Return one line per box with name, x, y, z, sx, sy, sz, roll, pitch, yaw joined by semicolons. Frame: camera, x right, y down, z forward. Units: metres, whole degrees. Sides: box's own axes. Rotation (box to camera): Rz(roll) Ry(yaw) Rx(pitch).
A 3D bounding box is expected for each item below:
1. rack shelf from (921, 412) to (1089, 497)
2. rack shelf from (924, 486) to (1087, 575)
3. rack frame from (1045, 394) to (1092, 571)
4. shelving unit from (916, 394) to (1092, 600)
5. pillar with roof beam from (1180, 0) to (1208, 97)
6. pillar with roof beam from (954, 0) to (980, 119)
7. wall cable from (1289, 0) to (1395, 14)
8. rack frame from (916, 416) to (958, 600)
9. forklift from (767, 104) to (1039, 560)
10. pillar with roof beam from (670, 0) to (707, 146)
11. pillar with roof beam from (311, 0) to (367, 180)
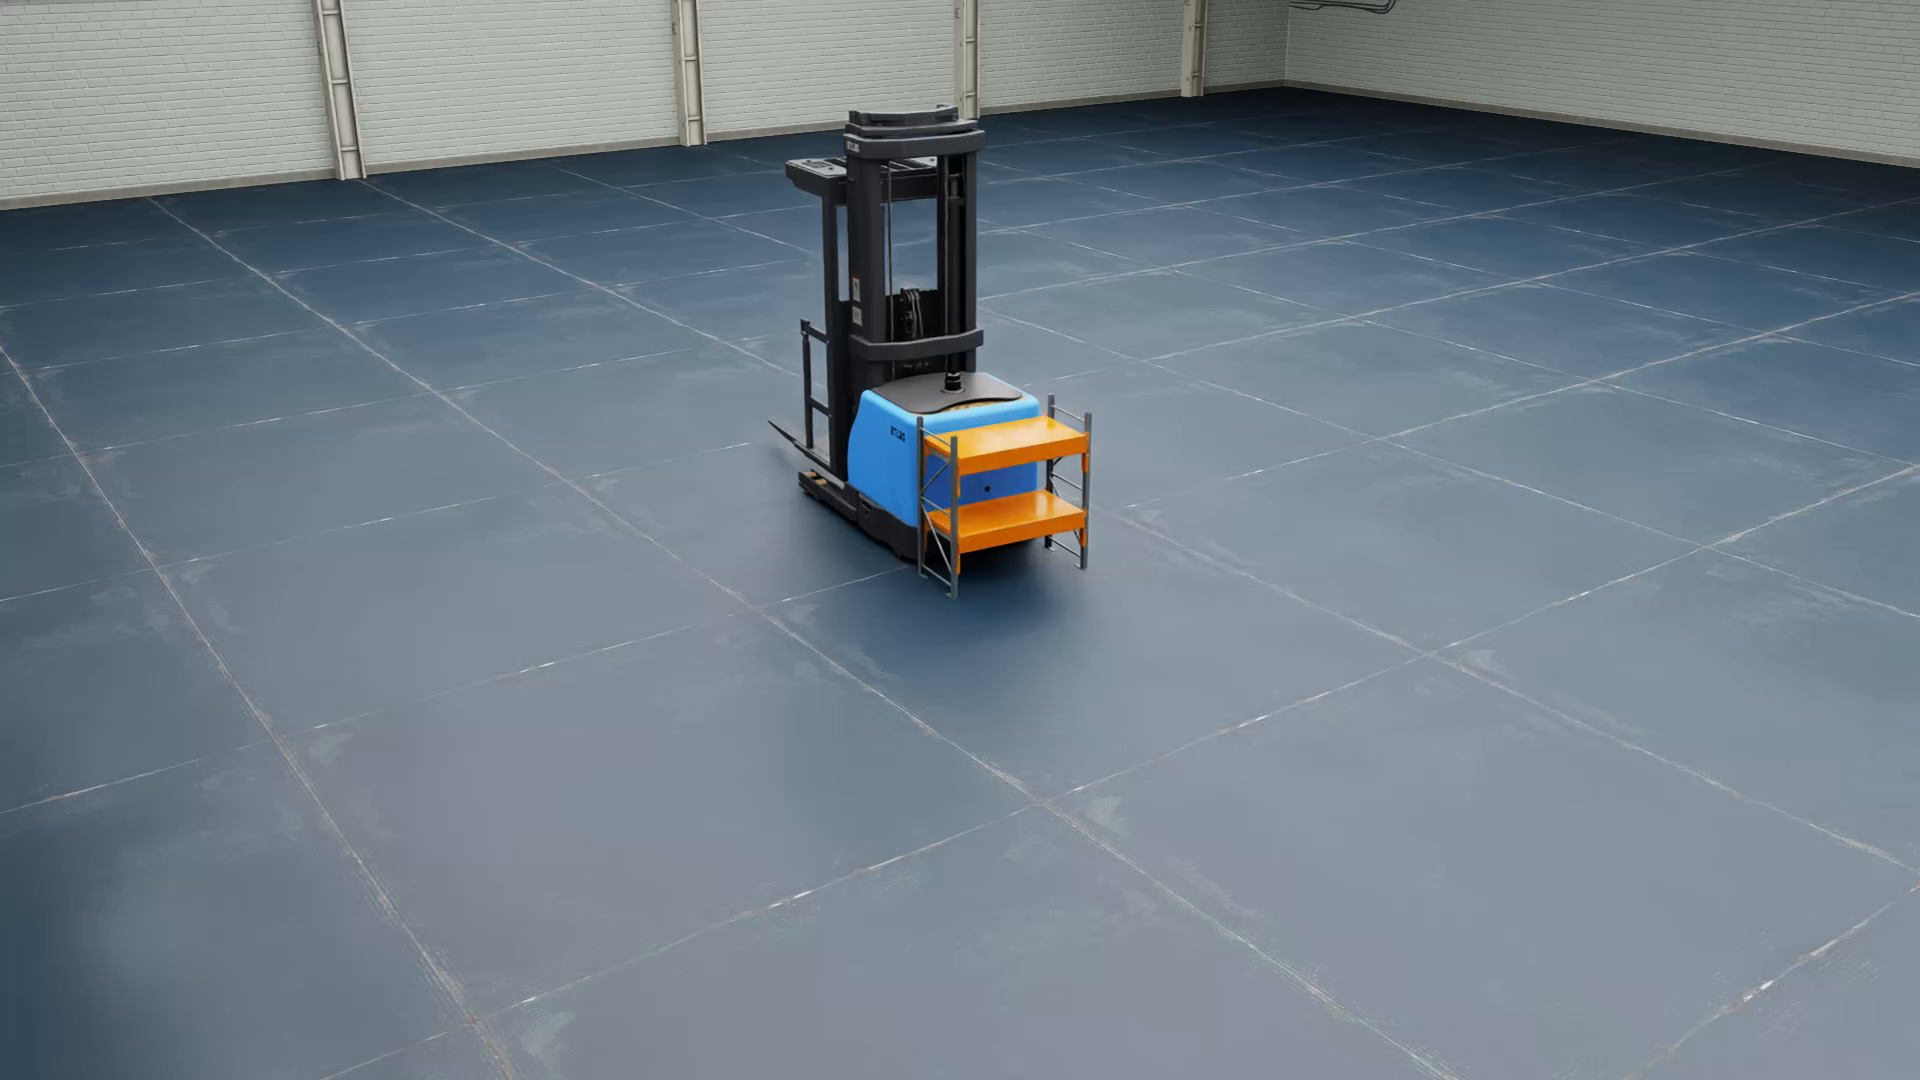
rack shelf;0.293;-0.575;11.029;1.000;0.278;0.538;-12;25;-27
rack shelf;0.293;-0.076;11.228;1.000;0.278;0.538;-12;25;-27
rack frame;0.736;-0.395;11.369;0.032;1.125;0.500;-12;25;-27
shelving unit;0.293;-0.303;11.138;1.048;1.125;0.538;-12;25;-27
pillar with roof beam;7.525;-12.494;31.066;0.400;9.000;9.100;-15;26;-33
pillar with roof beam;2.654;-11.196;27.811;0.400;9.000;9.100;-15;26;-33
wall cable;8.174;-12.587;35.488;0.112;2.526;3.097;-15;26;-33
rack frame;-0.150;-0.210;10.906;0.032;1.125;0.500;-12;25;-27
forklift;-0.584;-1.731;12.280;1.130;2.935;3.031;-11;24;-26
pillar with roof beam;-2.216;-9.897;24.557;0.400;9.000;9.100;-15;26;-33
pillar with roof beam;-7.087;-8.598;21.302;0.400;9.000;9.100;-15;26;-33
